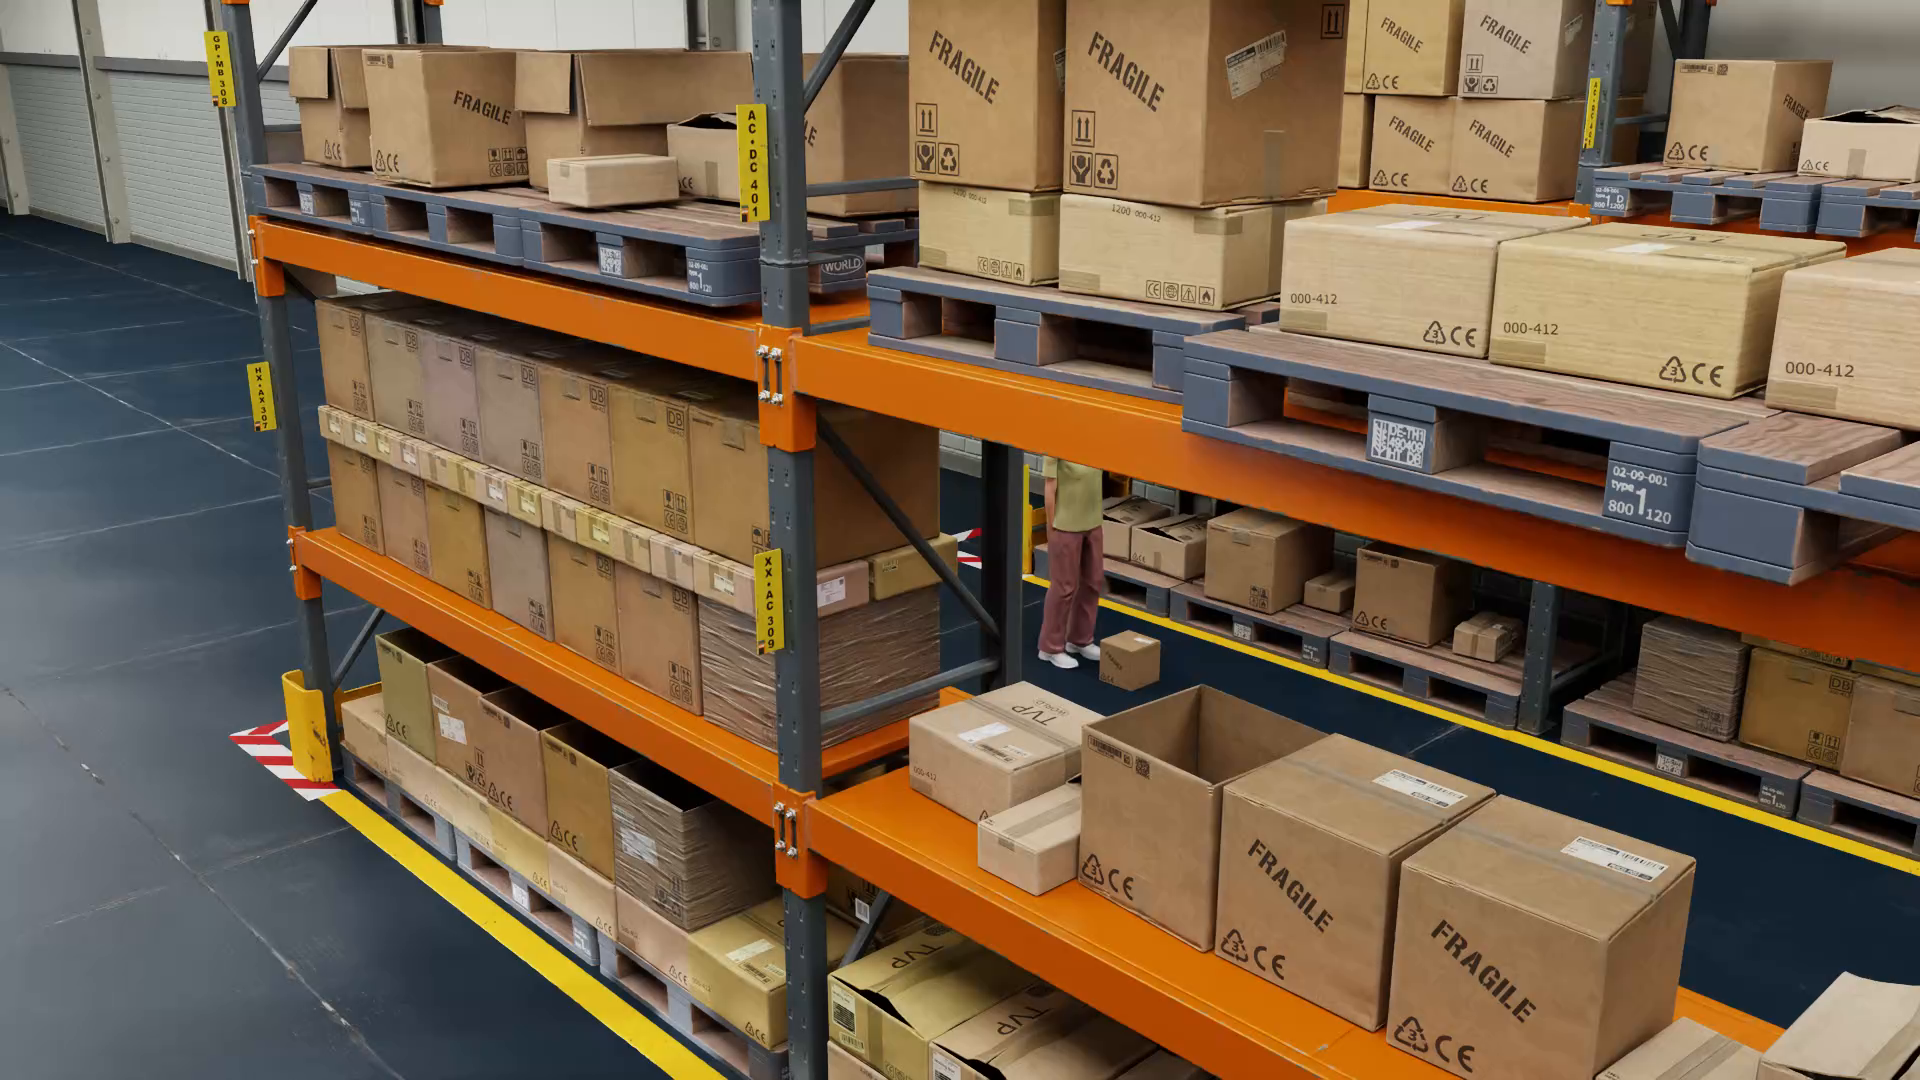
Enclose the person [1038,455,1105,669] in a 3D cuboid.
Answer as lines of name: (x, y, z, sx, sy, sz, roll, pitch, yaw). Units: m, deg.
person: (0.675, -0.081, 9.824, 0.439, 1.668, 0.363, -15, 23, -40)
